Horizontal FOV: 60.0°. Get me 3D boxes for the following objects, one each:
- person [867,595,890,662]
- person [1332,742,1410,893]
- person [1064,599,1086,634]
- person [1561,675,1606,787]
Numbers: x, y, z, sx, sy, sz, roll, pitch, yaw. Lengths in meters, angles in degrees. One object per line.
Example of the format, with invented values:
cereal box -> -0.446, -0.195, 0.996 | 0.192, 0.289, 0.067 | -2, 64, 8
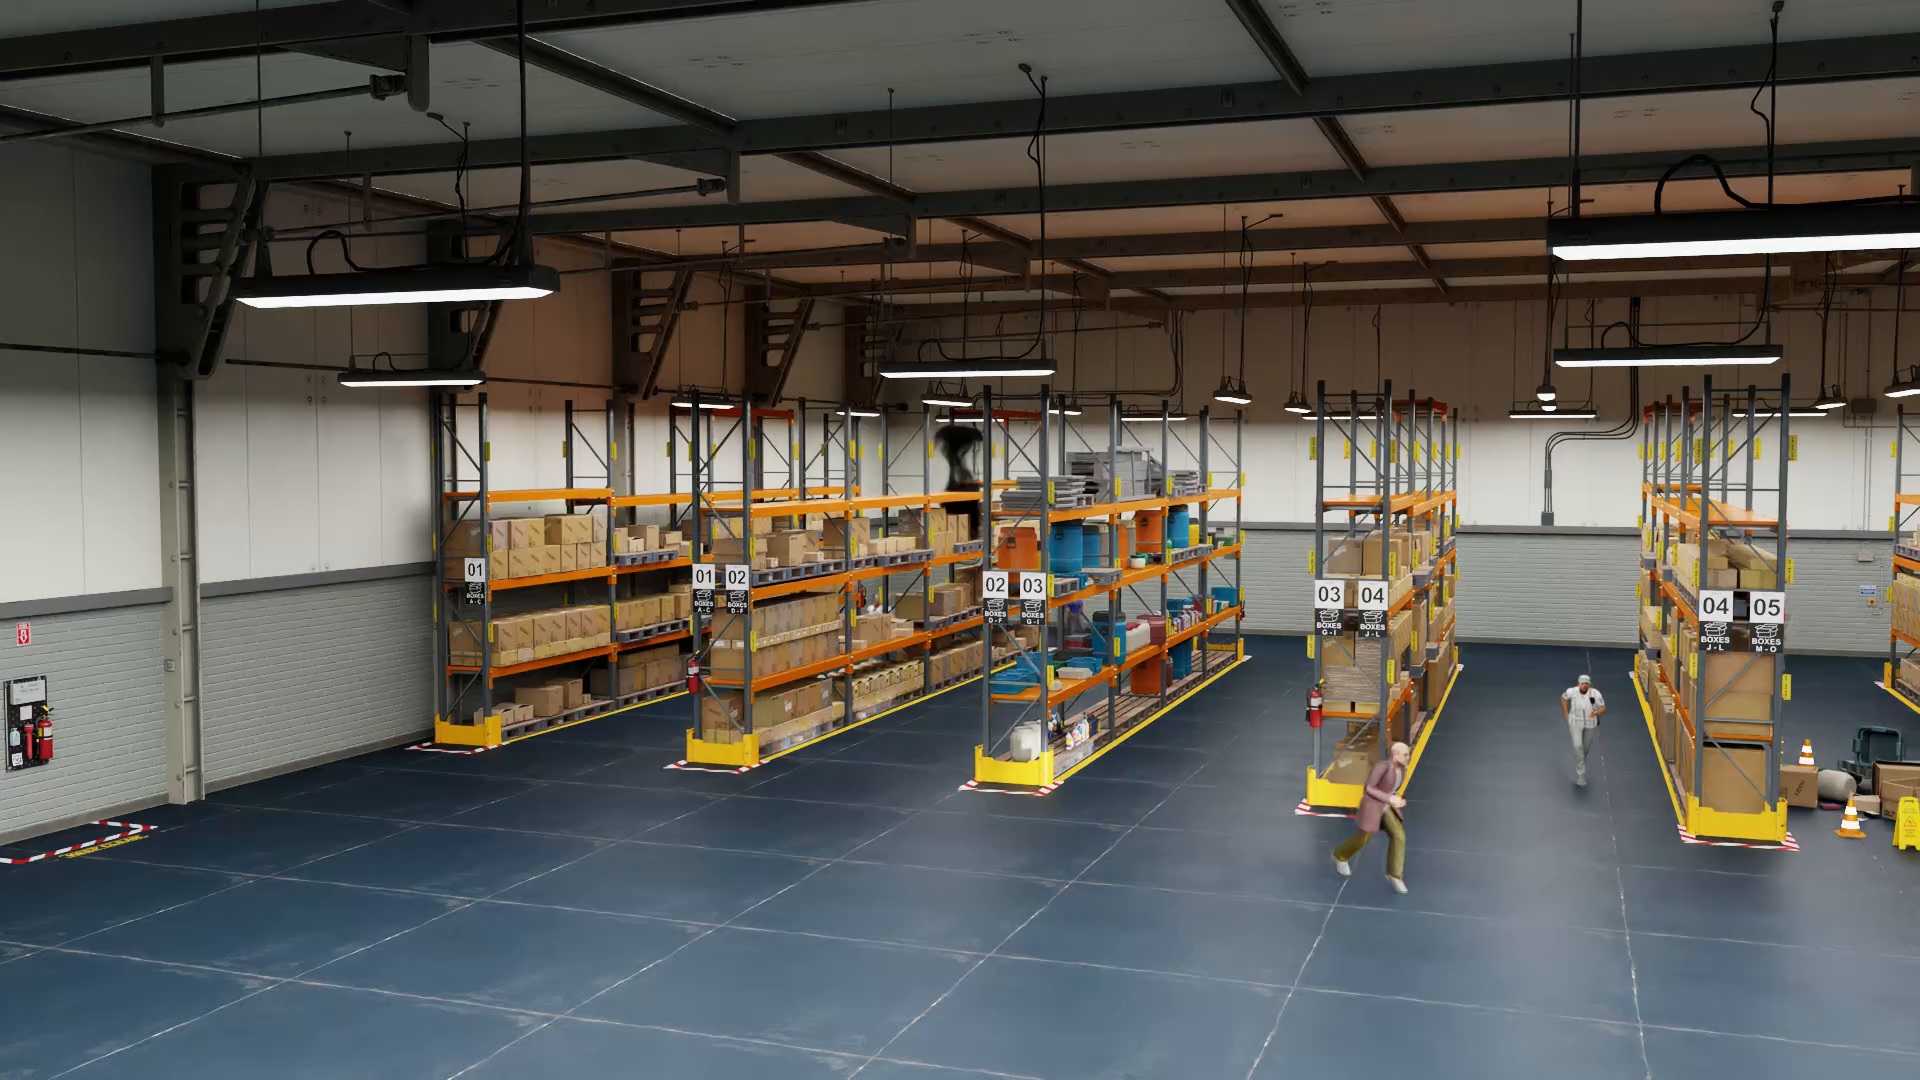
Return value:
person -> -1.866, 2.121, 37.168 | 0.691, 1.802, 0.994 | 1, 3, 22
person -> 4.754, 3.155, 19.225 | 0.755, 1.743, 1.064 | -3, 4, -42
person -> 2.911, 1.962, 41.807 | 0.592, 1.621, 0.598 | -1, 3, -19
person -> 9.456, 2.851, 25.247 | 0.607, 1.674, 0.994 | 1, 3, 11
